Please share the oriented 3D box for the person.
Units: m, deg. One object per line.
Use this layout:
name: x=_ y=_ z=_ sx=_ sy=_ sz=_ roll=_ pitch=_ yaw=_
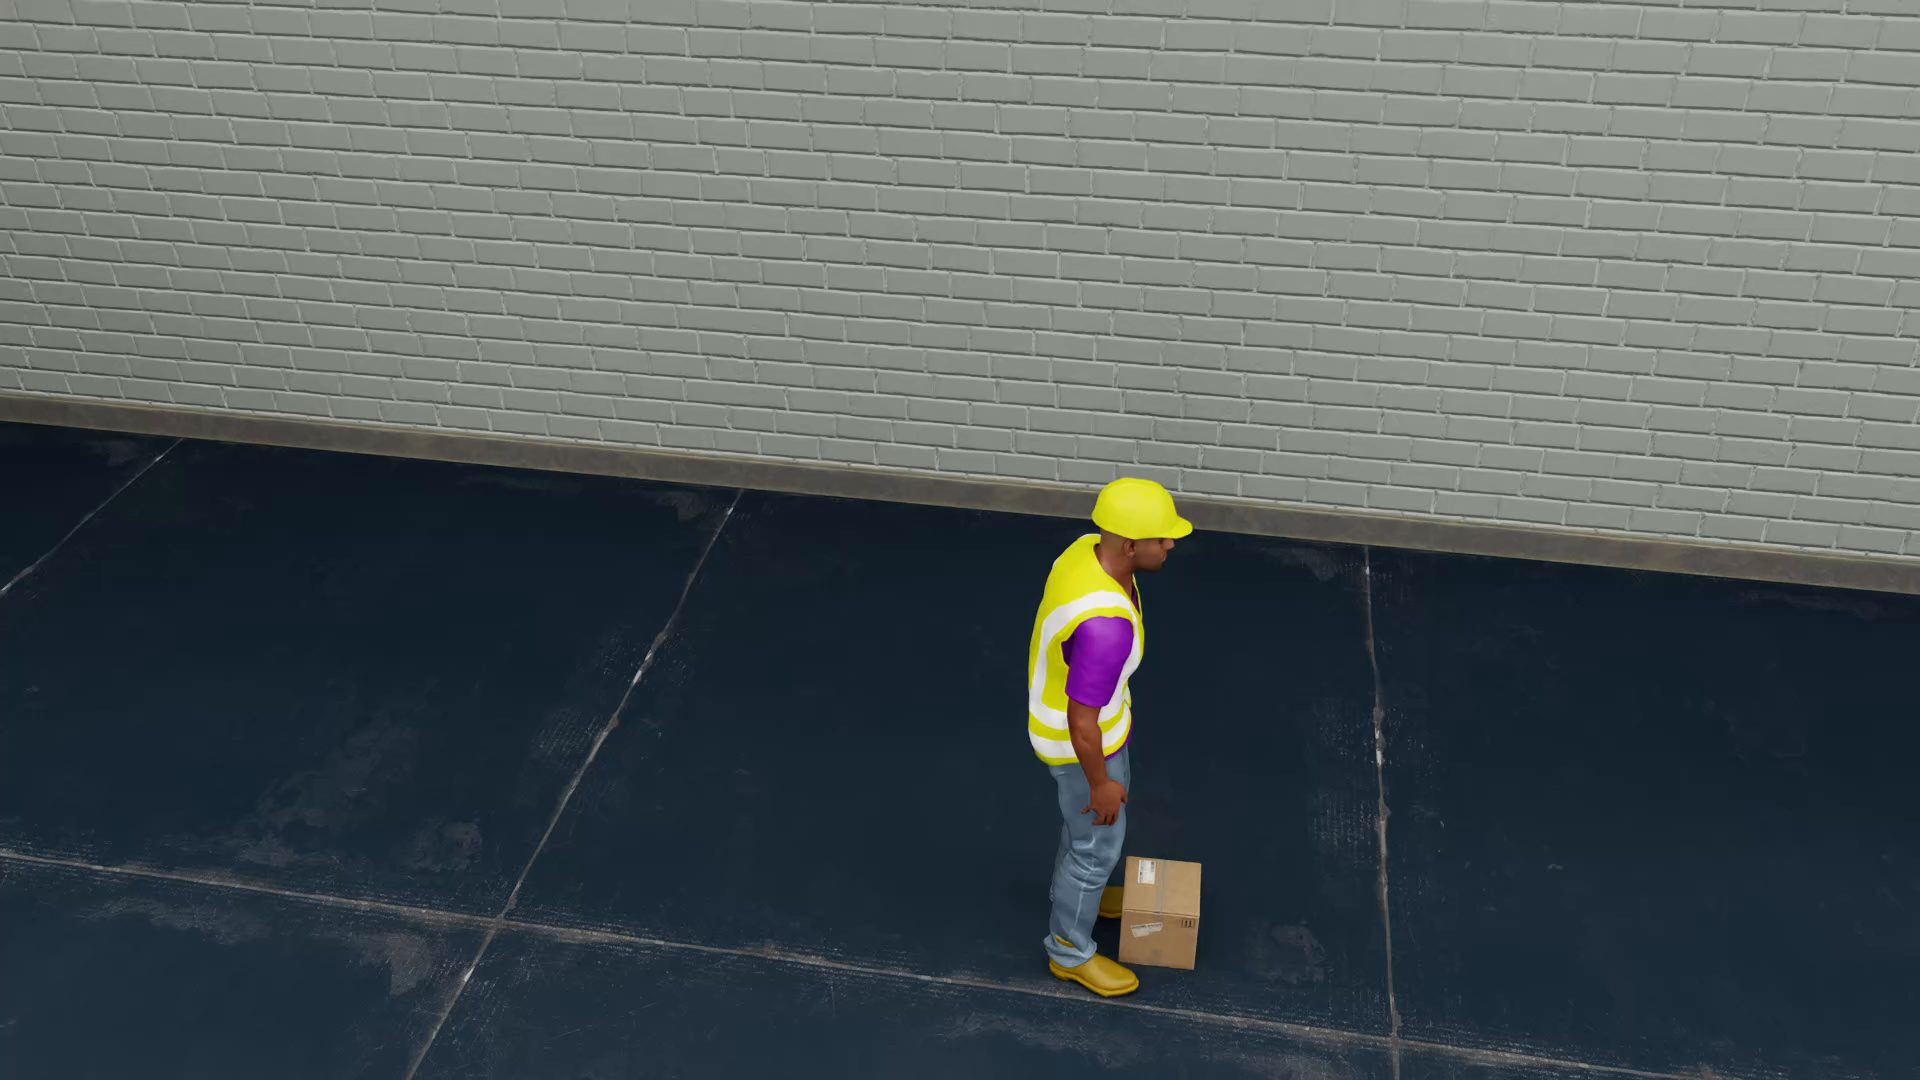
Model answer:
person: x=0.439 y=0.588 z=5.188 sx=0.461 sy=1.759 sz=0.632 roll=3 pitch=32 yaw=5
